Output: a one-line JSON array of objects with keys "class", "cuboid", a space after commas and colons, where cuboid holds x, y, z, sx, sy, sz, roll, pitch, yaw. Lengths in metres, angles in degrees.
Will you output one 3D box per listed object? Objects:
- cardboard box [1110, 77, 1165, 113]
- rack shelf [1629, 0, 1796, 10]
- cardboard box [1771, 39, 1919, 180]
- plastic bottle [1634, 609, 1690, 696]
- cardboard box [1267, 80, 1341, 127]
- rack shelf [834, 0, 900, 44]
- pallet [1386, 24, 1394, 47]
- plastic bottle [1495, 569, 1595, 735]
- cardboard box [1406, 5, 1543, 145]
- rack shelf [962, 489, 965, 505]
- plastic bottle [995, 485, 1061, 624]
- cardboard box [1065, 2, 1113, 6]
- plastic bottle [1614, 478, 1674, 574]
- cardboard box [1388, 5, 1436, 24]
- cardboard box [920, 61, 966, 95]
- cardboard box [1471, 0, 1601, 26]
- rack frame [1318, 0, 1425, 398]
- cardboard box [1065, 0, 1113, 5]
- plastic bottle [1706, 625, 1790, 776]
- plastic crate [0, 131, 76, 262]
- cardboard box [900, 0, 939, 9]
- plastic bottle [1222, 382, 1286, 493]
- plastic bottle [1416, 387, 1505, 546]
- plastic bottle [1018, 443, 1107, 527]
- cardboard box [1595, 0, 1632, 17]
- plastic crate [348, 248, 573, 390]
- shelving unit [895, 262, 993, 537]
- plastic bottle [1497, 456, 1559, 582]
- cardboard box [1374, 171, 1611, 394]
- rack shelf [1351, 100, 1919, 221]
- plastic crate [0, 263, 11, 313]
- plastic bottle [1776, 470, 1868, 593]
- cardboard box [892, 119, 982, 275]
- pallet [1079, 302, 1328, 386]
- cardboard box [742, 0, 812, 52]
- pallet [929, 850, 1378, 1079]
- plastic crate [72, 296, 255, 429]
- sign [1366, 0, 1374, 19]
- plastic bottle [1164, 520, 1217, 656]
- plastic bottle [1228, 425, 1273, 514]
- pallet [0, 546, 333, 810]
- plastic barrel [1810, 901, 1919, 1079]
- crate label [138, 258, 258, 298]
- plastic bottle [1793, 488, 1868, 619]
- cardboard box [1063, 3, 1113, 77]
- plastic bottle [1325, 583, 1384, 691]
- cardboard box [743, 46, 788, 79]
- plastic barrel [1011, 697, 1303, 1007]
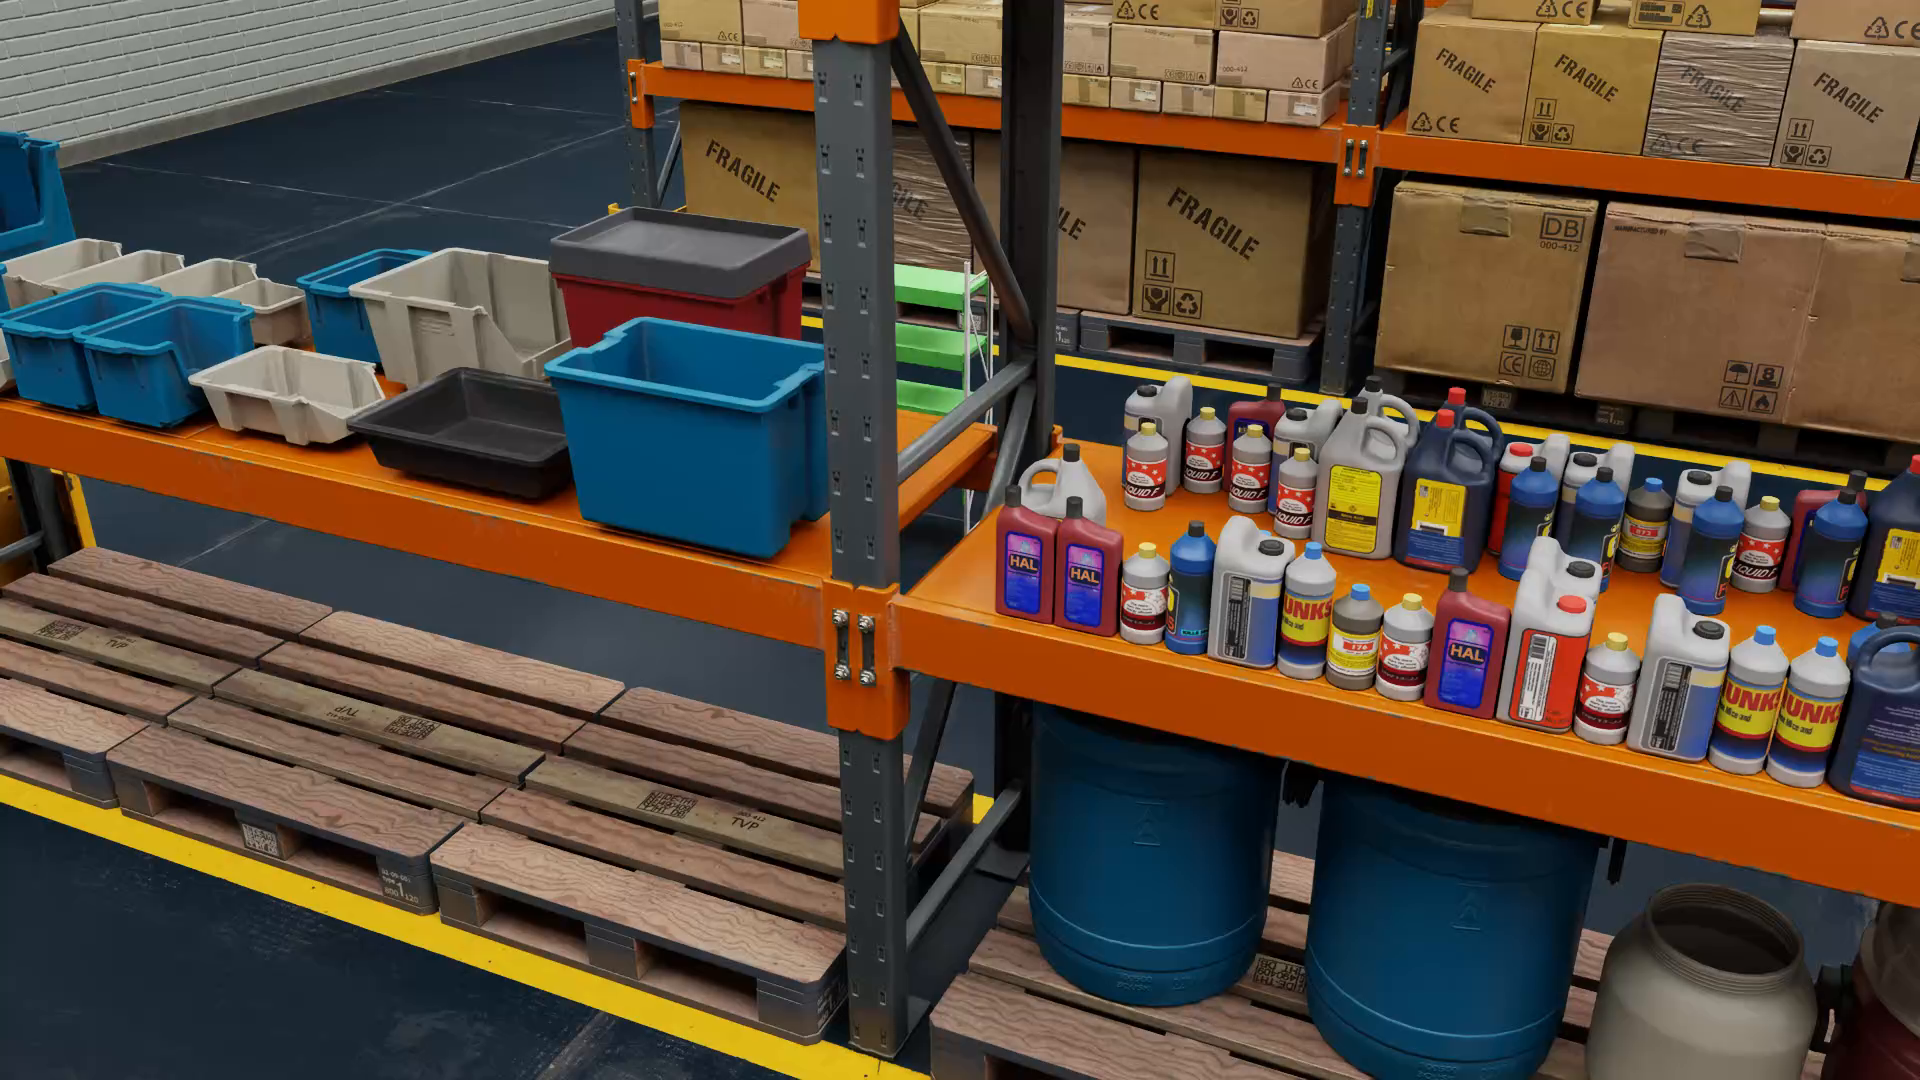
[{"class": "cardboard box", "cuboid": [0.919, -2.207, 8.121, 0.250, 0.149, 0.380, 12, 29, 23]}, {"class": "rack shelf", "cuboid": [6.000, -3.542, 11.363, 4.000, 0.370, 1.077, 11, 28, 22]}, {"class": "cardboard box", "cuboid": [3.736, -1.839, 6.977, 0.500, 0.500, 0.500, 12, 29, 23]}, {"class": "plastic bottle", "cuboid": [1.337, 0.222, 3.128, 0.097, 0.201, 0.097, 0, 26, 0]}, {"class": "cardboard box", "cuboid": [1.621, -2.066, 7.835, 0.250, 0.149, 0.380, 12, 28, 22]}, {"class": "rack shelf", "cuboid": [1.805, -0.920, 2.642, 4.000, 0.370, 1.077, 11, 28, 22]}, {"class": "pallet", "cuboid": [4.362, -5.381, 17.441, 1.213, 0.211, 1.003, 11, 28, 22]}, {"class": "plastic bottle", "cuboid": [1.091, 0.200, 3.089, 0.135, 0.276, 0.152, 11, 28, 22]}, {"class": "cardboard box", "cuboid": [2.350, -2.115, 7.536, 0.500, 0.500, 0.500, 11, 28, 22]}, {"class": "rack shelf", "cuboid": [-0.151, -0.296, 6.681, 0.480, 0.148, 0.258, 11, 28, 22]}, {"class": "plastic bottle", "cuboid": [0.141, 0.028, 3.430, 0.133, 0.283, 0.061, 11, 28, 22]}, {"class": "cardboard box", "cuboid": [0.791, -2.697, 8.666, 0.500, 0.250, 0.500, 12, 29, 23]}, {"class": "plastic bottle", "cuboid": [1.508, -0.038, 3.656, 0.097, 0.201, 0.097, 0, 26, 0]}, {"class": "cardboard box", "cuboid": [4.794, -5.600, 17.153, 0.875, 0.438, 0.875, 10, 28, 20]}, {"class": "cardboard box", "cuboid": [-0.020, -2.395, 8.503, 0.250, 0.149, 0.380, 11, 28, 21]}, {"class": "cardboard box", "cuboid": [2.619, -2.636, 7.459, 0.637, 0.503, 0.797, 11, 28, 20]}, {"class": "rack frame", "cuboid": [2.034, -2.255, 7.933, 0.127, 3.000, 1.000, 11, 28, 22]}, {"class": "cardboard box", "cuboid": [0.784, -3.034, 8.500, 0.500, 0.500, 0.500, 10, 28, 20]}, {"class": "plastic bottle", "cuboid": [1.396, 0.276, 2.938, 0.097, 0.271, 0.097, 0, 26, 0]}, {"class": "plastic crate", "cuboid": [-3.275, -1.051, 5.381, 0.499, 0.435, 0.616, 11, 28, 22]}, {"class": "cardboard box", "cuboid": [-0.352, -3.008, 8.449, 0.500, 0.500, 0.500, 11, 28, 20]}, {"class": "plastic bottle", "cuboid": [0.706, -0.245, 3.983, 0.133, 0.283, 0.061, 11, 28, 22]}, {"class": "plastic bottle", "cuboid": [1.125, -0.171, 3.756, 0.185, 0.351, 0.144, 11, 28, 22]}, {"class": "plastic bottle", "cuboid": [0.207, -0.039, 3.489, 0.185, 0.351, 0.144, 11, 28, 22]}, {"class": "cardboard box", "cuboid": [3.021, -2.230, 7.771, 0.500, 0.500, 0.500, 12, 29, 23]}, {"class": "plastic crate", "cuboid": [-1.330, -0.590, 4.619, 0.530, 0.282, 0.437, 11, 28, 22]}, {"class": "shelving unit", "cuboid": [-0.151, -0.569, 6.546, 0.503, 1.200, 0.258, 11, 28, 22]}, {"class": "plastic bottle", "cuboid": [1.234, -0.051, 3.603, 0.097, 0.271, 0.097, 0, 26, 0]}, {"class": "cardboard box", "cuboid": [2.625, -1.381, 8.089, 0.875, 0.875, 1.225, 11, 28, 22]}, {"class": "rack shelf", "cuboid": [3.855, -1.566, 7.350, 4.000, 0.370, 1.077, 11, 28, 22]}, {"class": "plastic crate", "cuboid": [-2.969, -0.648, 4.793, 0.300, 0.233, 0.416, 11, 28, 22]}, {"class": "plastic bottle", "cuboid": [1.831, -0.019, 3.524, 0.133, 0.283, 0.061, 11, 28, 22]}, {"class": "cardboard box", "cuboid": [-0.163, -1.970, 9.285, 0.875, 0.875, 0.875, 11, 28, 22]}, {"class": "pallet", "cuboid": [1.375, -1.174, 8.896, 1.213, 0.211, 1.003, 11, 28, 22]}, {"class": "cardboard box", "cuboid": [-0.806, -2.763, 8.800, 0.500, 0.250, 0.500, 11, 28, 21]}, {"class": "pallet", "cuboid": [0.669, 1.146, 4.184, 1.213, 0.211, 1.003, 11, 28, 22]}, {"class": "plastic crate", "cuboid": [-2.097, -0.473, 4.437, 0.300, 0.233, 0.416, 11, 28, 22]}, {"class": "sign", "cuboid": [1.806, -2.455, 7.271, 0.005, 0.325, 0.100, 11, 28, 22]}, {"class": "plastic bottle", "cuboid": [0.464, 0.089, 3.319, 0.097, 0.271, 0.097, 0, 26, 0]}, {"class": "plastic bottle", "cuboid": [0.690, -0.173, 3.930, 0.097, 0.201, 0.097, 0, 26, 0]}, {"class": "pallet", "cuboid": [-2.922, 0.423, 5.652, 1.213, 0.211, 1.003, 11, 28, 22]}, {"class": "plastic barrel", "cuboid": [2.145, 1.073, 3.430, 0.708, 0.588, 0.600, 11, 28, 22]}, {"class": "crate label", "cuboid": [-2.318, -0.727, 5.061, 0.243, 0.136, 0.396, 11, 28, 22]}, {"class": "plastic bottle", "cuboid": [1.815, 0.022, 3.455, 0.097, 0.271, 0.097, 0, 26, 0]}, {"class": "cardboard box", "cuboid": [0.587, -2.483, 8.230, 0.500, 0.250, 0.500, 12, 29, 23]}, {"class": "plastic bottle", "cuboid": [0.764, 0.181, 3.212, 0.097, 0.201, 0.097, 0, 26, 0]}, {"class": "cardboard box", "cuboid": [-0.953, -2.583, 8.884, 0.250, 0.149, 0.380, 11, 28, 21]}, {"class": "plastic barrel", "cuboid": [0.472, 0.596, 4.043, 0.708, 0.901, 0.600, 11, 28, 22]}]
